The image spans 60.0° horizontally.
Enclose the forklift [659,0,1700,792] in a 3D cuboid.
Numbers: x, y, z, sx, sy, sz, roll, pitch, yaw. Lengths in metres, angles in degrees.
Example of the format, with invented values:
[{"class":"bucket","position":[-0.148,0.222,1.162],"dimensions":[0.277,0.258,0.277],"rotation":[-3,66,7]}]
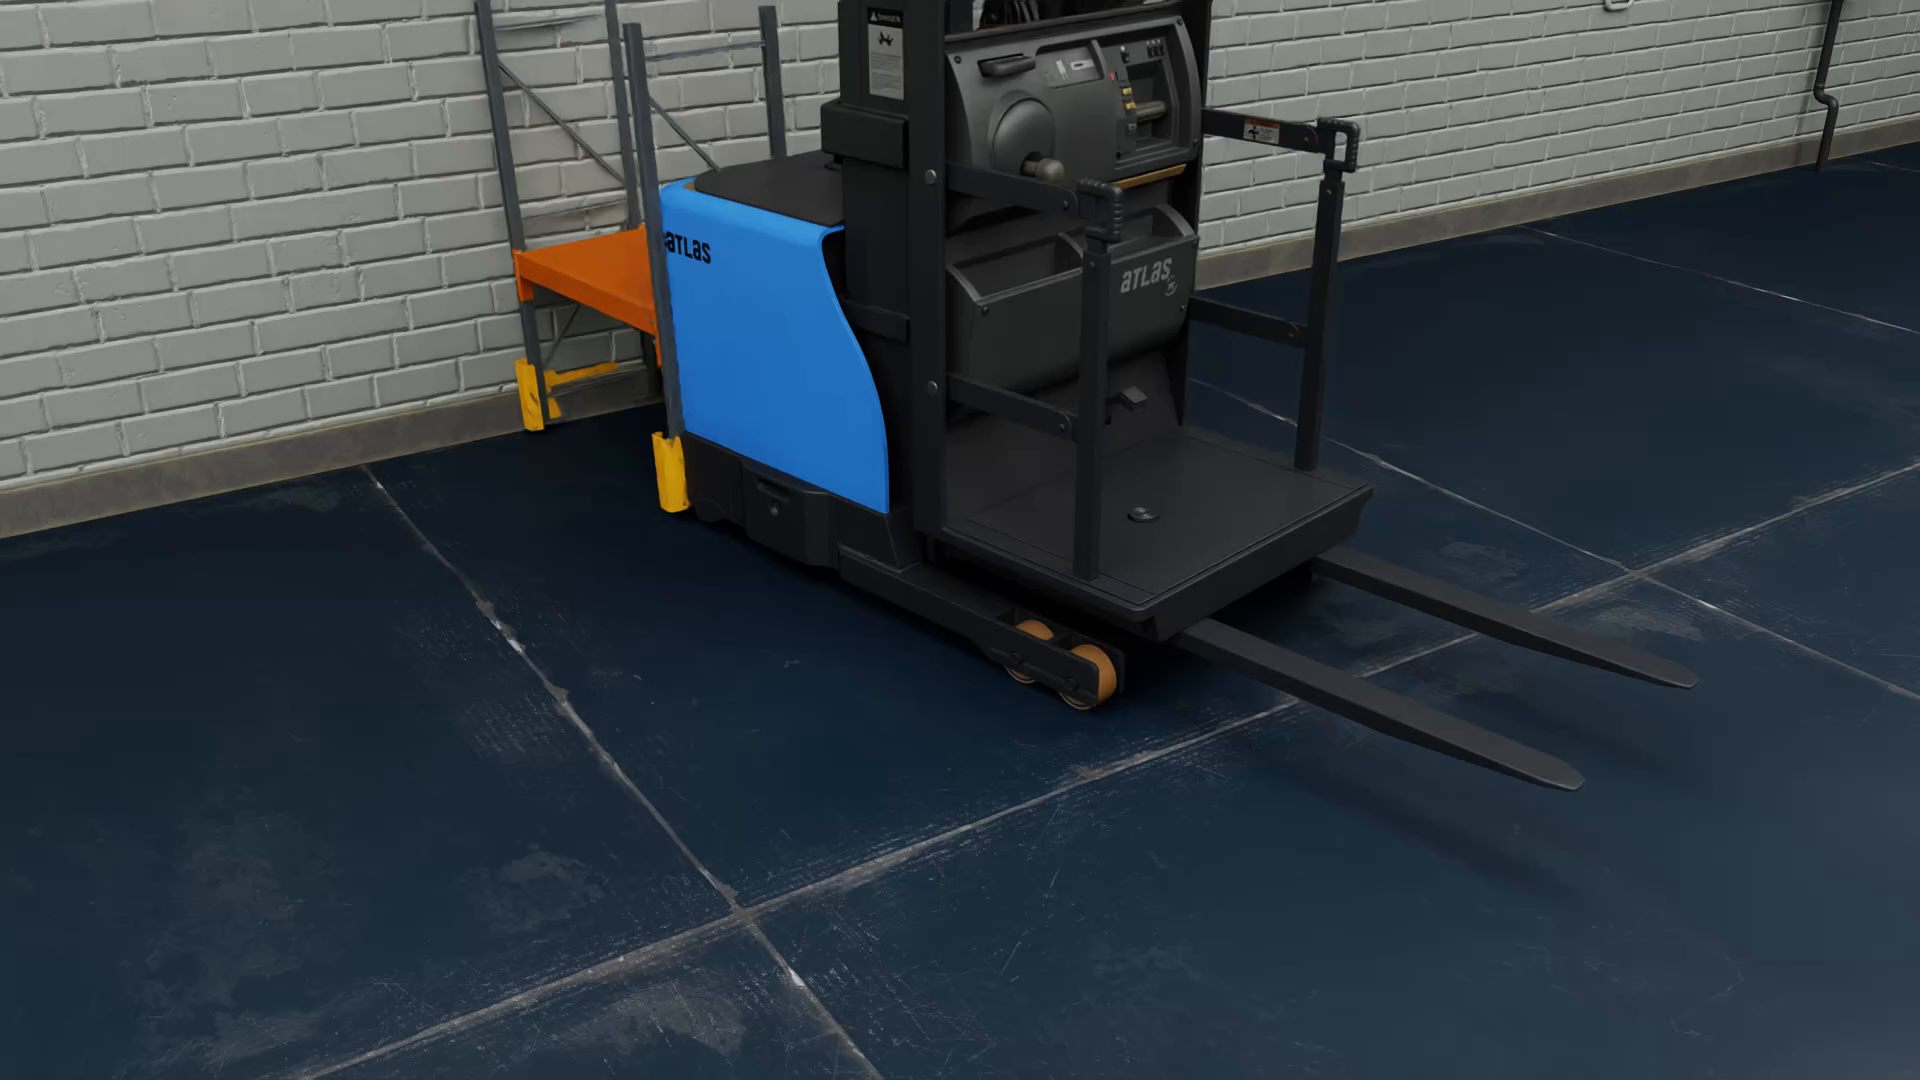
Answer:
[{"class":"forklift","position":[0.472,-1.136,4.223],"dimensions":[3.031,2.935,1.130],"rotation":[23,33,39]}]

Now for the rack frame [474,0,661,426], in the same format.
[{"class":"rack frame","position":[-1.369,-1.168,5.900],"dimensions":[0.500,1.500,0.032],"rotation":[-20,30,-34]}]

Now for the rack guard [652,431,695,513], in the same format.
[{"class":"rack guard","position":[-0.723,-0.294,5.448],"dimensions":[0.587,0.250,0.087],"rotation":[-20,30,-34]}]

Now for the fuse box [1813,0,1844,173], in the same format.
[{"class":"fuse box","position":[5.151,-2.961,9.518],"dimensions":[0.539,1.711,0.414],"rotation":[-16,29,-30]}]

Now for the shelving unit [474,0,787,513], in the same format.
[{"class":"shelving unit","position":[-1.056,-1.014,5.543],"dimensions":[0.587,1.500,1.083],"rotation":[-20,30,-34]}]

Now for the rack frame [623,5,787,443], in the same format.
[{"class":"rack frame","position":[-0.732,-0.855,5.173],"dimensions":[0.500,1.500,0.032],"rotation":[-20,30,-34]}]

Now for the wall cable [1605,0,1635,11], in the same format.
[{"class":"wall cable","position":[3.311,-3.580,8.093],"dimensions":[0.585,1.953,0.123],"rotation":[-16,29,-30]}]

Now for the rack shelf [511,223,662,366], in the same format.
[{"class":"rack shelf","position":[-1.045,-0.848,5.612],"dimensions":[0.538,0.185,1.000],"rotation":[-20,30,-34]}]

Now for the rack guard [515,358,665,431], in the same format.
[{"class":"rack guard","position":[-1.348,-0.600,6.161],"dimensions":[0.587,0.250,0.087],"rotation":[-20,30,-34]}]
